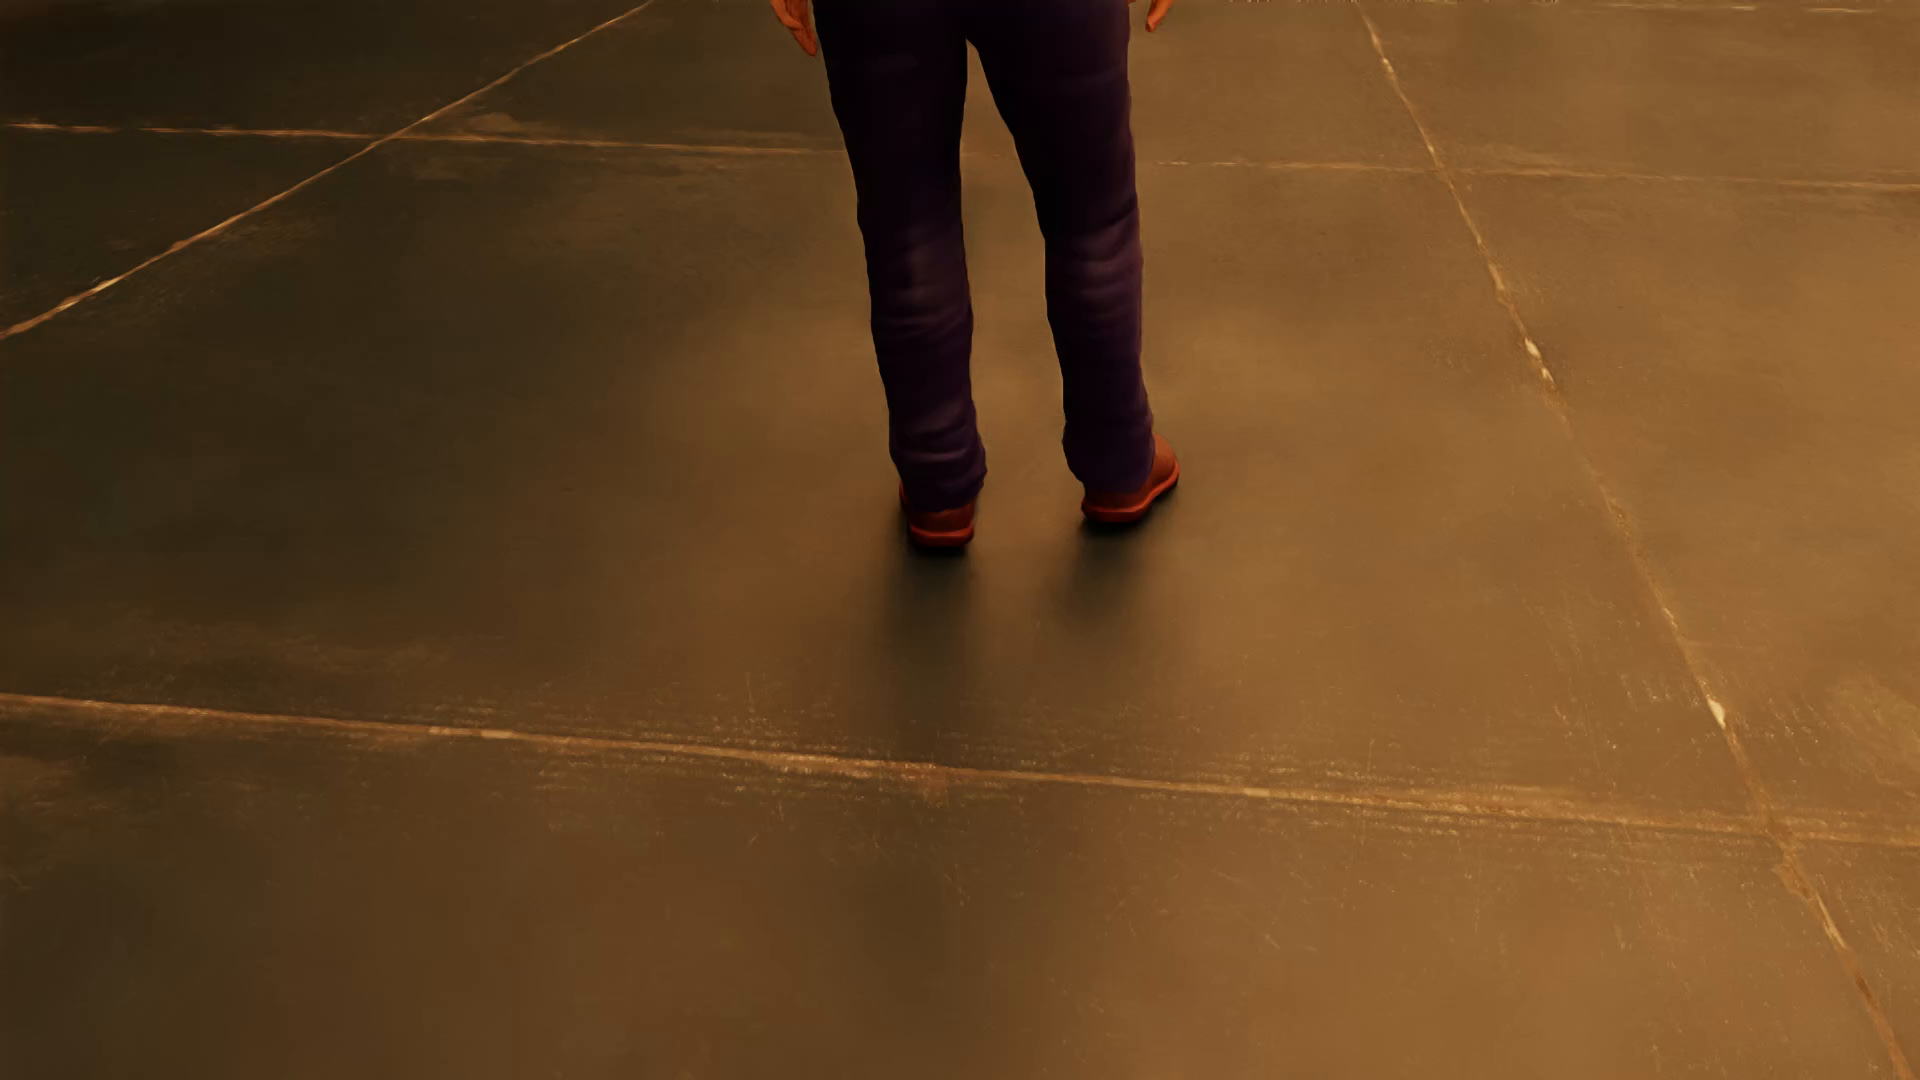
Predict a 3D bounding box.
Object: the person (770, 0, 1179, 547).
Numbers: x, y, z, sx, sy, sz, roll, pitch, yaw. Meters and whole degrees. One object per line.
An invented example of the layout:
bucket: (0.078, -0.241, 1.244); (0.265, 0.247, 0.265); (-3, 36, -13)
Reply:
person: (0.035, -0.778, 2.208); (0.599, 1.642, 0.502); (3, 27, 7)
